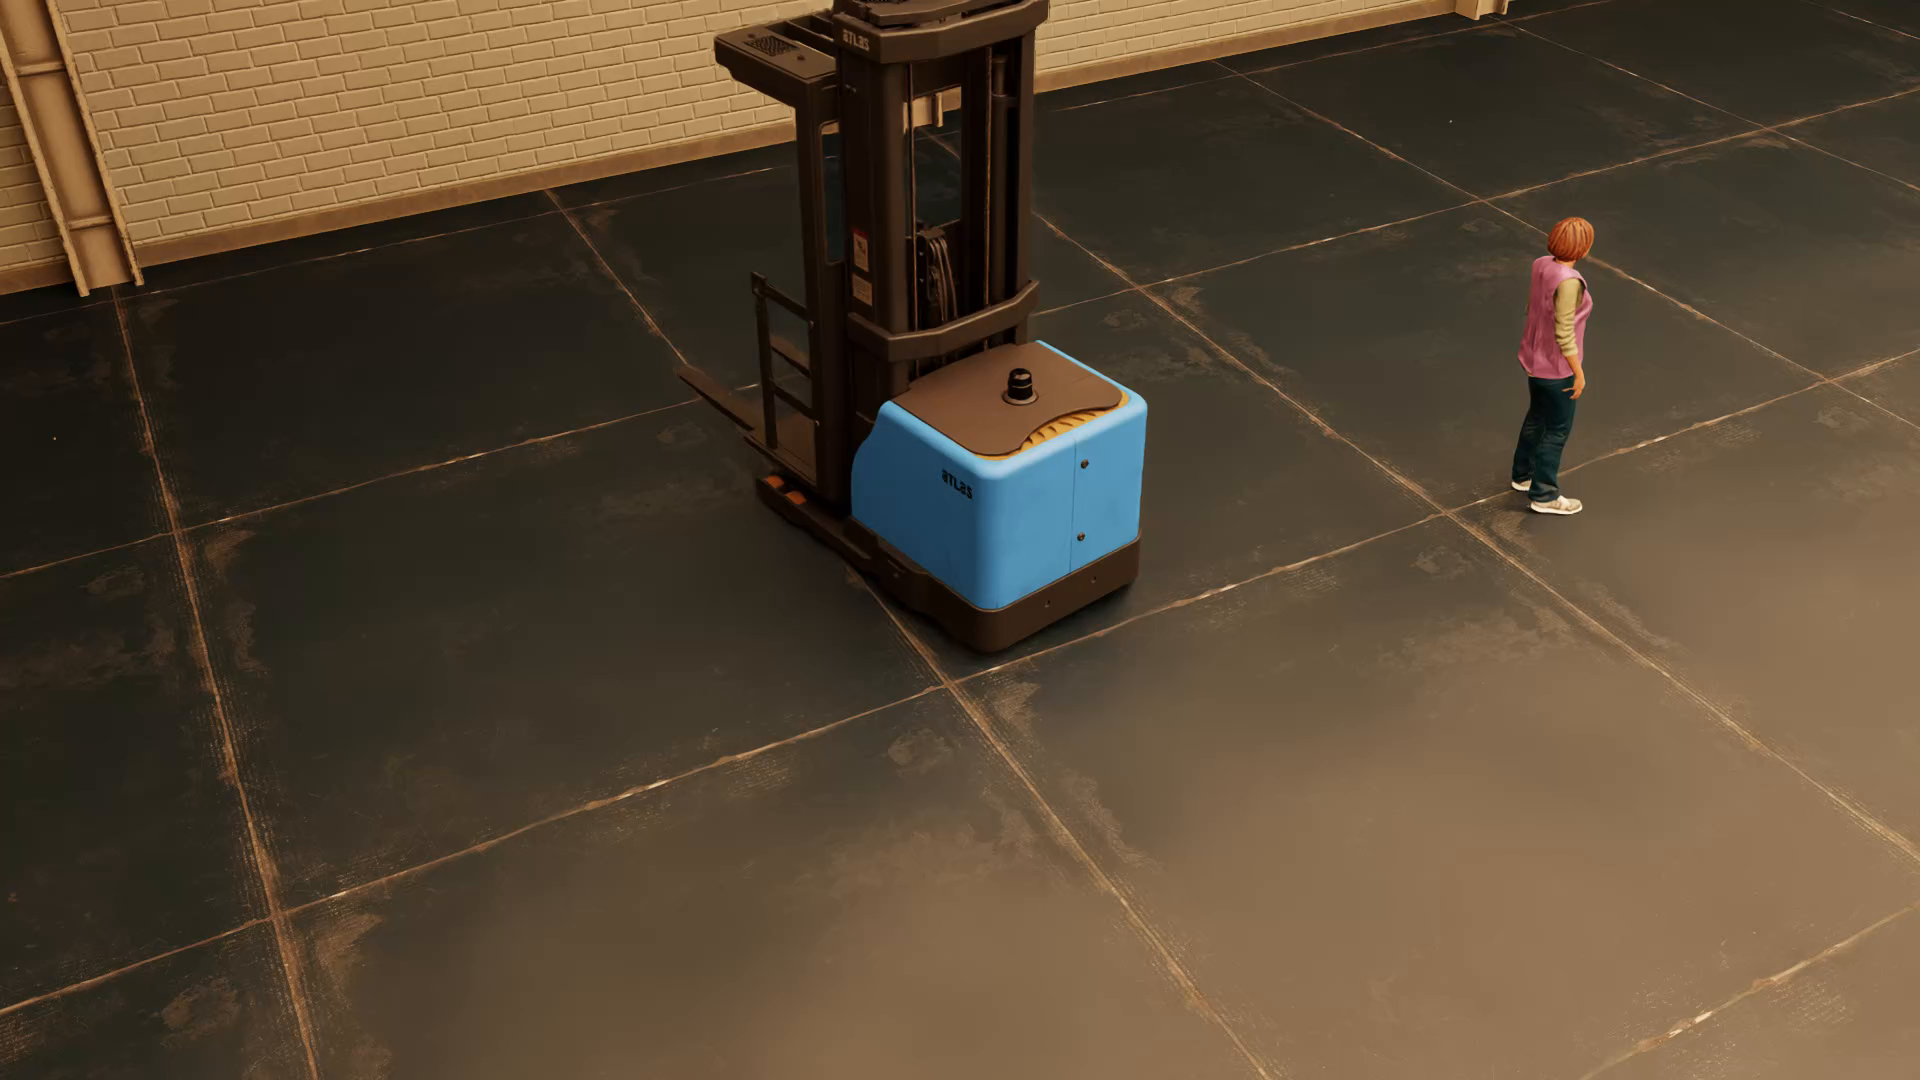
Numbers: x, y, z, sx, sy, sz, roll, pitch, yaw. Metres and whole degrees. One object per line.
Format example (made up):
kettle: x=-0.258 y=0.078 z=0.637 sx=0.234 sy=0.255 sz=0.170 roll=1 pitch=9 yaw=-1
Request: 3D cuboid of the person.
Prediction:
person: x=3.091 y=-0.902 z=8.560 sx=0.419 sy=1.611 sz=0.497 roll=-4 pitch=35 yaw=-5

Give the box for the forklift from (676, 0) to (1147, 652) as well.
forklift: x=-0.435 y=-1.454 z=8.180 sx=1.130 sy=2.935 sz=3.031 roll=-25 pitch=43 yaw=-31
